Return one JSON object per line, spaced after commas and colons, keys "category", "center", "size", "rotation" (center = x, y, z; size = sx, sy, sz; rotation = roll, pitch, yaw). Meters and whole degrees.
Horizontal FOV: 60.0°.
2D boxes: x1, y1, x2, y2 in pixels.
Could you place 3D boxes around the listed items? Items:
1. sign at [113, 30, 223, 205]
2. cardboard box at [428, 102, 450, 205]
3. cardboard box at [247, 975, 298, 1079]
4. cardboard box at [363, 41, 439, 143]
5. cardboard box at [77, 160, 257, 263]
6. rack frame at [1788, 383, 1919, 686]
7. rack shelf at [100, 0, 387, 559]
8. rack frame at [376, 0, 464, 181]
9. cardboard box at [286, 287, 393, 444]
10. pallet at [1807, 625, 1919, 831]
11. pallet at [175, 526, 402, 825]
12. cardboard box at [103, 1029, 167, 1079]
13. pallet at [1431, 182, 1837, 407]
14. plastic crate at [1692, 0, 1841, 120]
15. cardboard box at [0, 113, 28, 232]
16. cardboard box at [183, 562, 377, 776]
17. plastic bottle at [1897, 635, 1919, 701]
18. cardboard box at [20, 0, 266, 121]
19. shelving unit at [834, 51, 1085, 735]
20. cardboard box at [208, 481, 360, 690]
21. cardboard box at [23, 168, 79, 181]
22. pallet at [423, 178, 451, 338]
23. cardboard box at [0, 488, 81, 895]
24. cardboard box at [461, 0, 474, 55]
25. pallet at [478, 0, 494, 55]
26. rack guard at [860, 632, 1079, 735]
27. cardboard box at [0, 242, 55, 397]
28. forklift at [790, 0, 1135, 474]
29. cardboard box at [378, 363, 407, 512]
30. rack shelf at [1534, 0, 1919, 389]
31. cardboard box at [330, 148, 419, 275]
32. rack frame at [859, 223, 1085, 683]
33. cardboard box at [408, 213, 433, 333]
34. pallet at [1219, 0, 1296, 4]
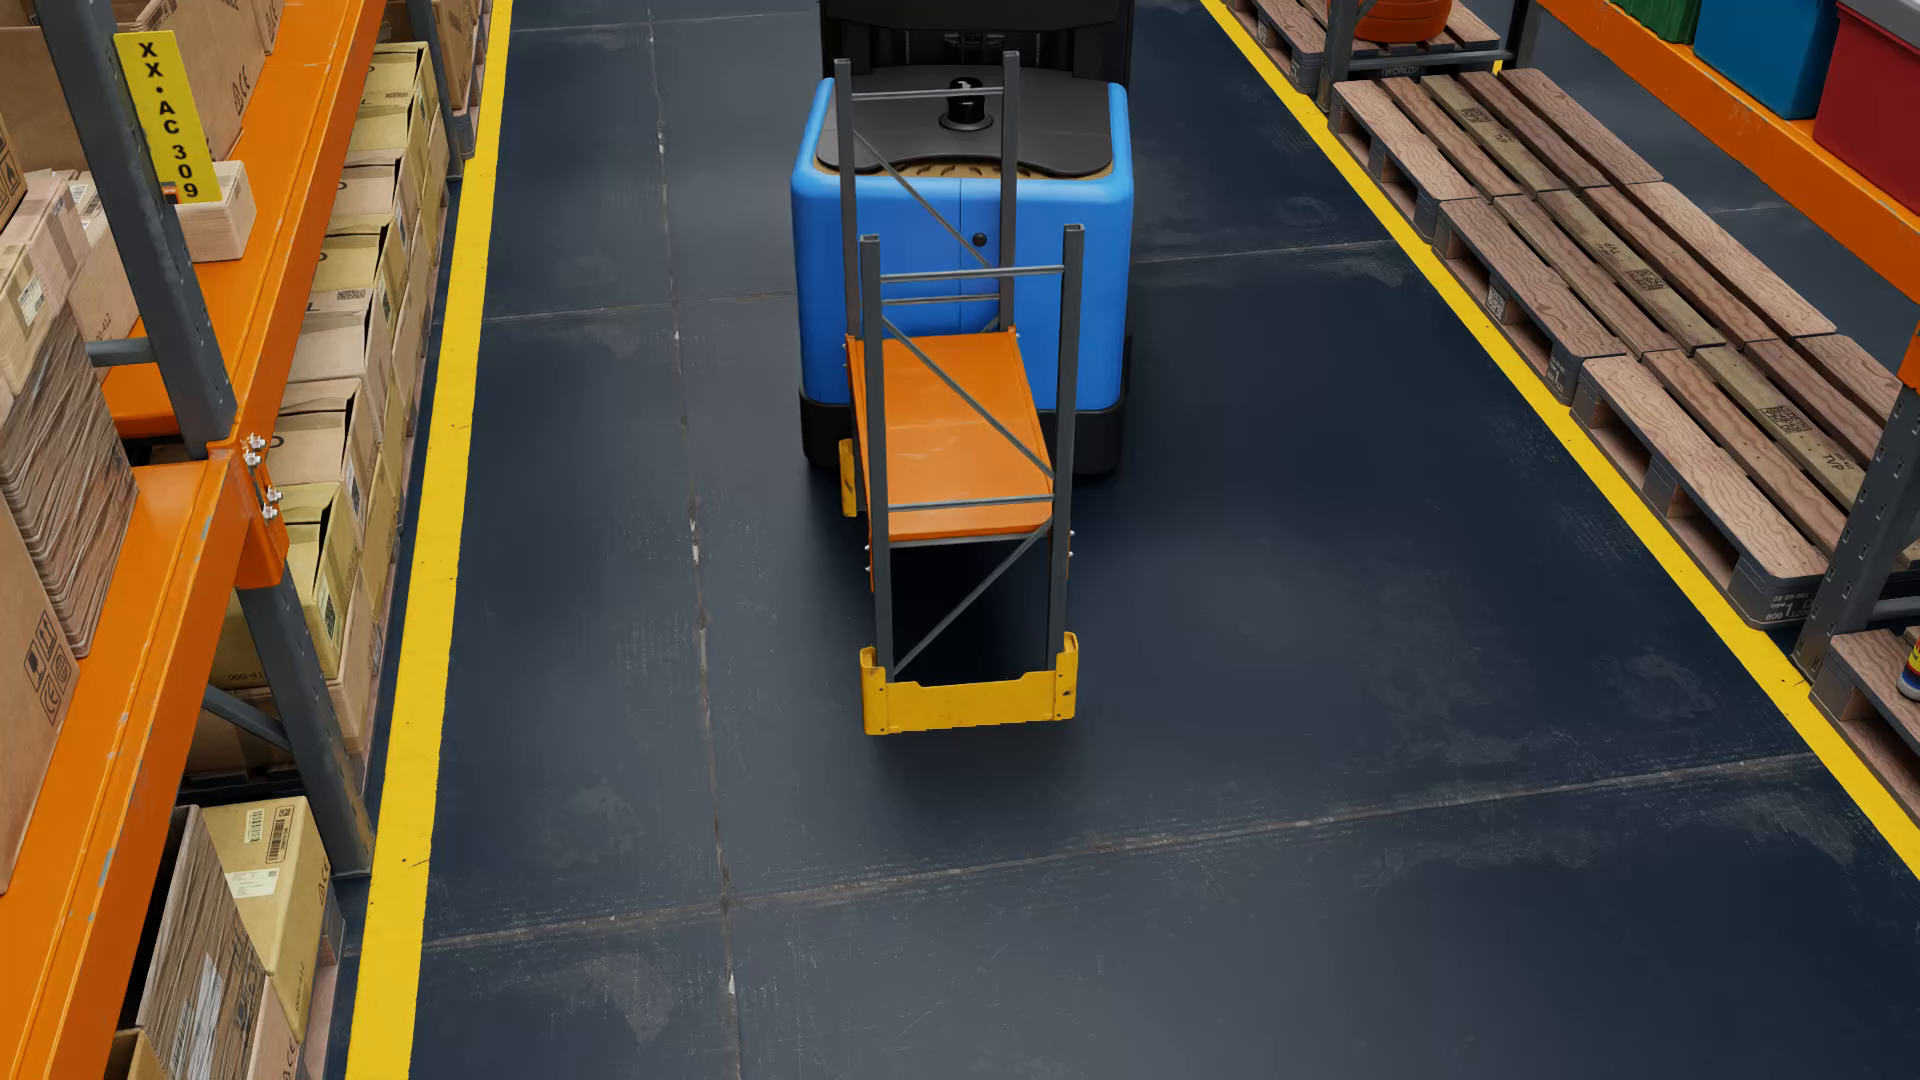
{"category": "sign", "center": [-1.432, -0.761, 3.014], "size": [0.100, 0.325, 0.005], "rotation": [-6, 38, -8]}
{"category": "cardboard box", "center": [-2.347, -1.532, 6.675], "size": [0.500, 0.250, 0.500], "rotation": [-5, 38, -7]}
{"category": "cardboard box", "center": [-1.604, 1.153, 3.220], "size": [0.500, 0.250, 0.500], "rotation": [-6, 38, -8]}
{"category": "cardboard box", "center": [-2.345, -1.755, 6.505], "size": [0.500, 0.311, 0.500], "rotation": [-5, 38, -7]}
{"category": "cardboard box", "center": [-1.933, -0.785, 4.020], "size": [0.380, 0.149, 0.250], "rotation": [-6, 38, -8]}
{"category": "rack frame", "center": [2.899, -0.858, 3.909], "size": [1.000, 3.000, 0.127], "rotation": [-6, 38, -8]}
{"category": "rack shelf", "center": [-2.329, -1.251, 5.002], "size": [1.077, 0.370, 4.000], "rotation": [-6, 38, -8]}
{"category": "rack frame", "center": [-2.680, -2.743, 6.336], "size": [1.000, 3.000, 0.127], "rotation": [-6, 38, -8]}
{"category": "cardboard box", "center": [-1.980, -0.520, 4.917], "size": [0.500, 0.311, 0.500], "rotation": [-7, 38, -9]}
{"category": "pallet", "center": [2.976, 0.654, 4.237], "size": [1.003, 0.211, 1.213], "rotation": [-6, 38, -8]}
{"category": "pallet", "center": [-2.146, 0.333, 4.649], "size": [1.003, 0.211, 1.213], "rotation": [-6, 38, -8]}
{"category": "cardboard box", "center": [-1.514, 1.158, 2.602], "size": [0.500, 0.500, 0.500], "rotation": [-6, 38, -8]}
{"category": "pallet", "center": [2.506, -0.965, 6.320], "size": [1.003, 0.211, 1.213], "rotation": [-6, 38, -8]}
{"category": "plastic crate", "center": [2.399, -1.484, 4.728], "size": [0.392, 0.384, 0.575], "rotation": [-6, 38, -8]}
{"category": "cardboard box", "center": [-1.894, -0.612, 2.453], "size": [0.700, 0.500, 0.500], "rotation": [-6, 38, -8]}
{"category": "cardboard box", "center": [-1.805, 0.323, 4.289], "size": [0.500, 0.250, 0.500], "rotation": [-7, 38, -9]}
{"category": "plastic bottle", "center": [2.523, 0.286, 4.303], "size": [0.097, 0.271, 0.097], "rotation": [0, 38, 0]}
{"category": "cardboard box", "center": [-2.277, -1.453, 4.594], "size": [0.500, 0.500, 0.500], "rotation": [-6, 38, -8]}
{"category": "shelving unit", "center": [-0.032, -0.404, 4.548], "size": [0.587, 1.500, 1.083], "rotation": [-4, 38, -5]}
{"category": "cardboard box", "center": [-1.806, 0.095, 4.125], "size": [0.500, 0.311, 0.500], "rotation": [-6, 38, -8]}
{"category": "cardboard box", "center": [-2.313, -0.785, 3.925], "size": [0.396, 0.266, 0.258], "rotation": [-7, 38, -9]}
{"category": "pallet", "center": [-2.574, -1.141, 6.546], "size": [1.003, 0.211, 1.213], "rotation": [-6, 38, -8]}
{"category": "cardboard box", "center": [-1.796, 0.219, 2.442], "size": [0.700, 0.500, 0.500], "rotation": [-7, 38, -8]}
{"category": "cardboard box", "center": [-2.576, -2.551, 7.768], "size": [0.500, 0.500, 0.500], "rotation": [-8, 38, -10]}
{"category": "pallet", "center": [-2.984, -2.832, 8.724], "size": [1.003, 0.211, 1.213], "rotation": [-6, 38, -8]}
{"category": "rack guard", "center": [0.025, 0.393, 4.541], "size": [0.587, 0.250, 0.087], "rotation": [-4, 38, -5]}
{"category": "cardboard box", "center": [-1.678, -0.332, 2.622], "size": [0.380, 0.149, 0.250], "rotation": [-7, 38, -9]}
{"category": "forklift", "center": [0.070, -2.254, 5.762], "size": [1.130, 2.935, 3.031], "rotation": [2, 38, 2]}
{"category": "cardboard box", "center": [-1.987, -0.299, 5.089], "size": [0.500, 0.250, 0.500], "rotation": [-7, 38, -9]}
{"category": "rack shelf", "center": [2.548, -1.782, 5.685], "size": [1.077, 0.370, 4.000], "rotation": [-6, 38, -8]}
{"category": "cardboard box", "center": [-2.162, -1.136, 5.710], "size": [0.500, 0.311, 0.500], "rotation": [-6, 38, -8]}
{"category": "rack frame", "center": [0.027, -0.089, 4.142], "size": [0.500, 1.500, 0.032], "rotation": [-4, 38, -5]}
{"category": "cardboard box", "center": [-2.168, -0.917, 5.884], "size": [0.500, 0.250, 0.500], "rotation": [-5, 38, -7]}
{"category": "pallet", "center": [1.808, -3.379, 9.428], "size": [1.003, 0.211, 1.213], "rotation": [-6, 38, -8]}
